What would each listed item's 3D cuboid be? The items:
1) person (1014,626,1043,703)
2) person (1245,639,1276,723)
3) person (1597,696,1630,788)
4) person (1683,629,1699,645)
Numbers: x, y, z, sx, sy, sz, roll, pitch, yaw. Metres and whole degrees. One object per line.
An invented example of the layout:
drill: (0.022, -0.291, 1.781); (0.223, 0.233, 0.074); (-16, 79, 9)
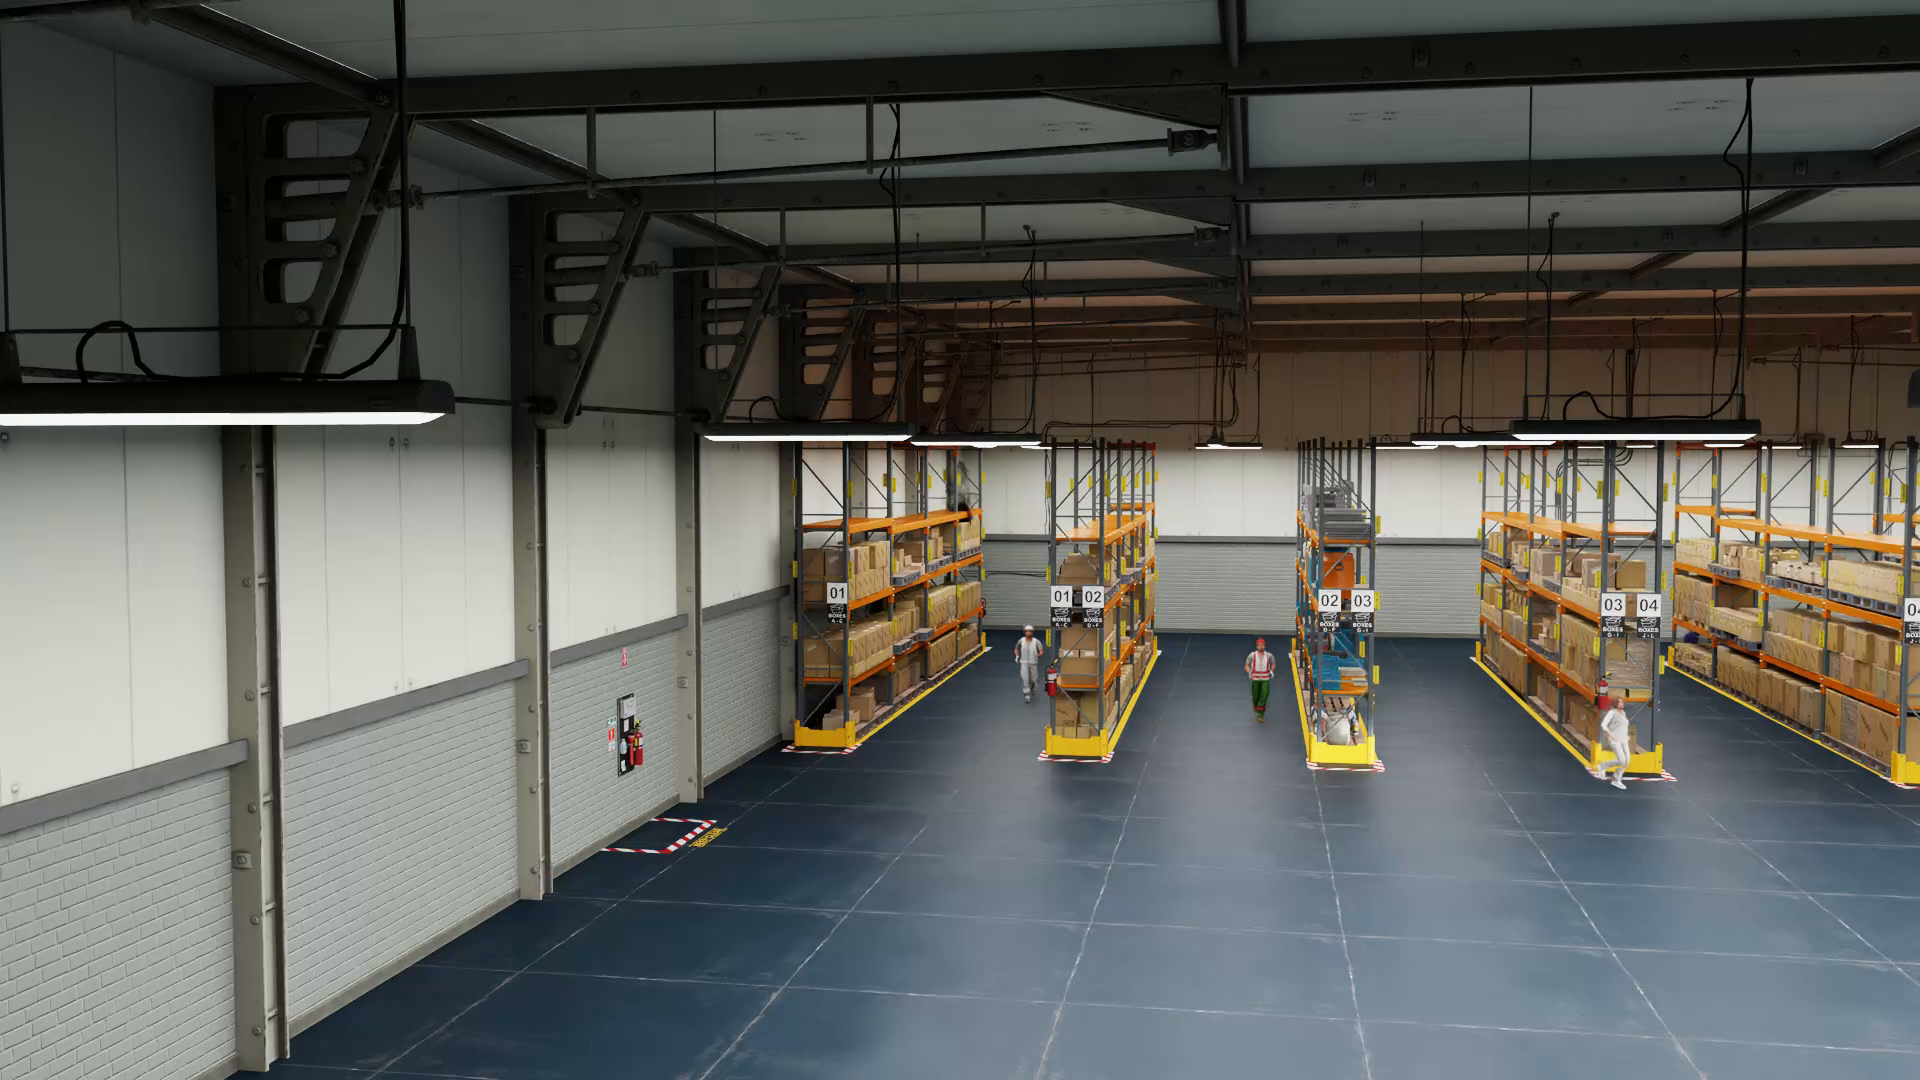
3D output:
person: (1.567, 2.836, 38.064); (0.661, 1.746, 0.767); (0, 3, 4)
person: (6.402, 2.976, 35.396); (0.654, 1.760, 0.797); (0, 3, 5)
person: (11.202, 3.450, 28.450); (0.552, 1.557, 0.515); (-2, 4, -37)
person: (20.159, 2.495, 45.714); (0.703, 1.644, 0.603); (0, 3, 9)
